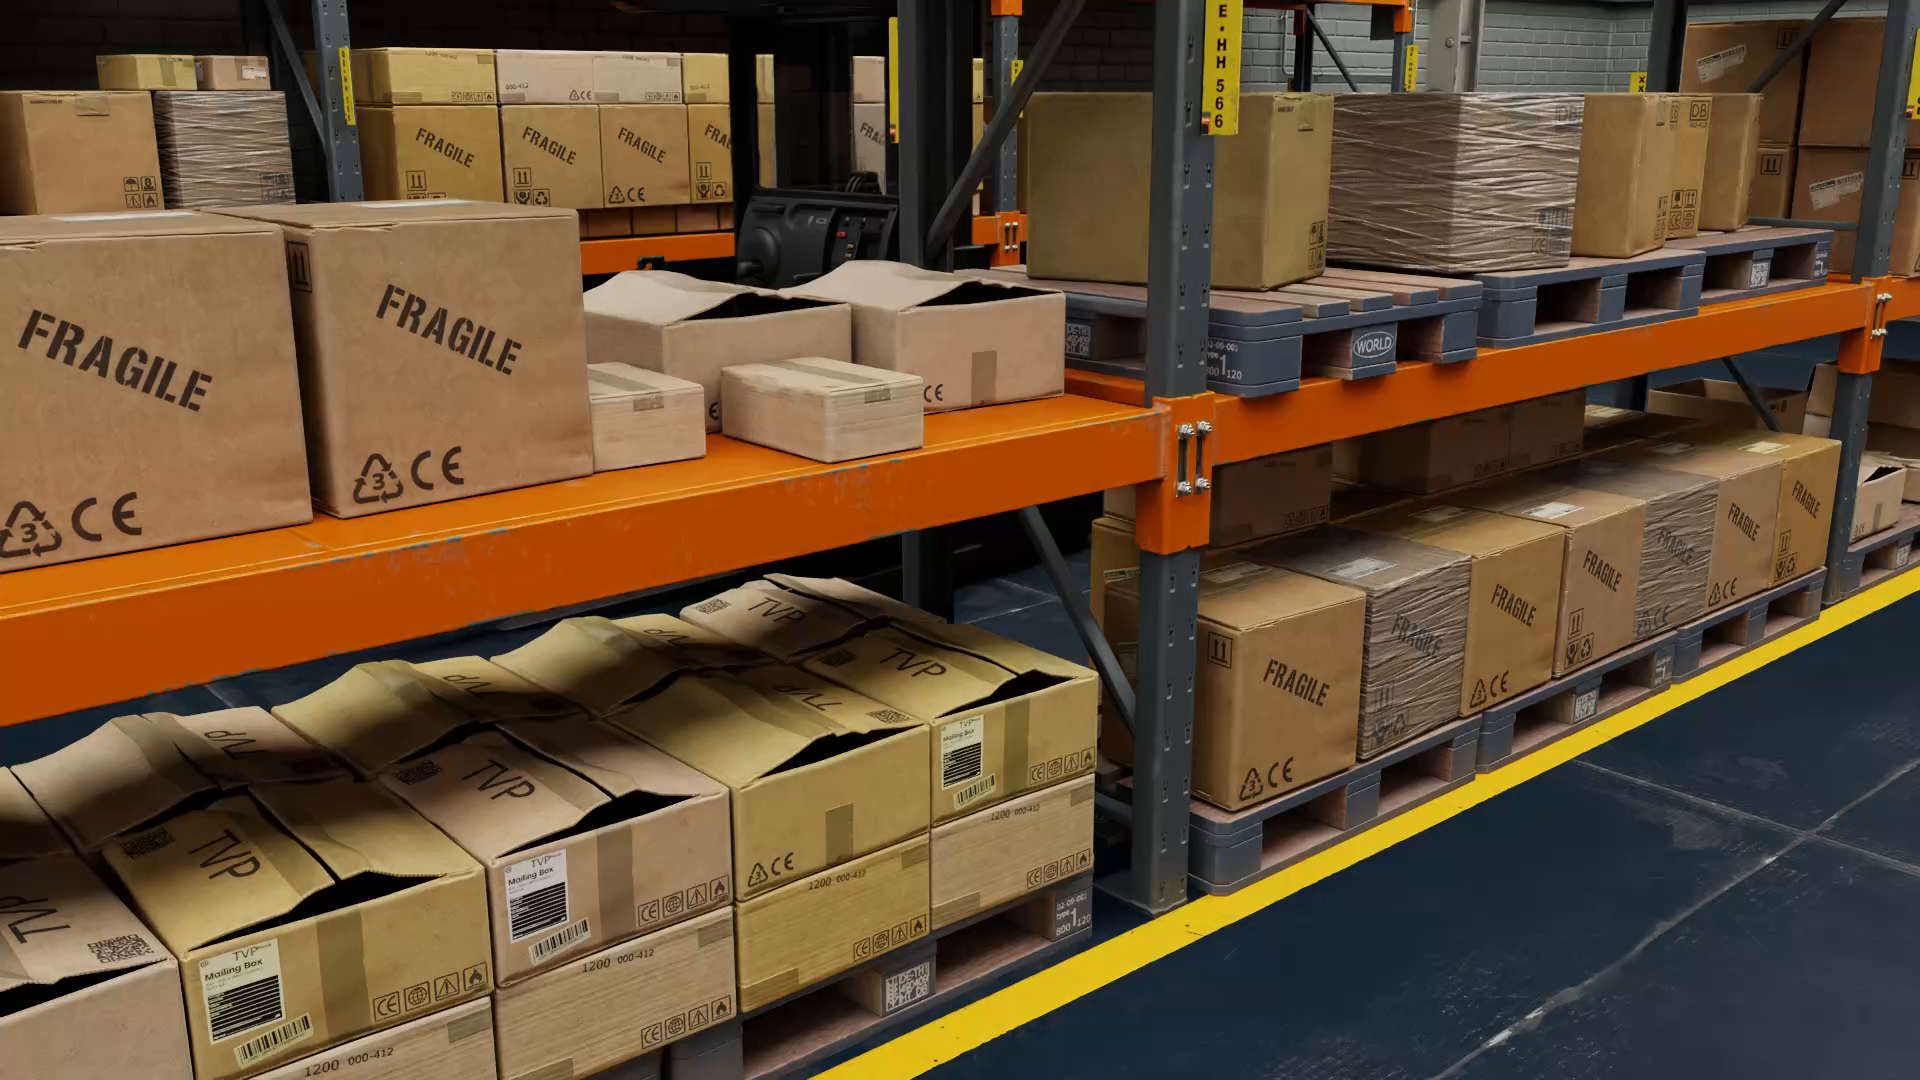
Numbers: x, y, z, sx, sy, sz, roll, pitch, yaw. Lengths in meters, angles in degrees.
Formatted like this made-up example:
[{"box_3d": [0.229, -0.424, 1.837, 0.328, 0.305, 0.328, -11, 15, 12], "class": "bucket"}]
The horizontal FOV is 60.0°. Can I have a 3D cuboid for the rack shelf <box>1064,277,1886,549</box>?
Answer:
[{"box_3d": [1.717, -0.595, 5.558, 4.000, 0.370, 1.077, -13, 19, -39], "class": "rack shelf"}]

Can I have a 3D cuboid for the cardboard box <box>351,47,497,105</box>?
[{"box_3d": [-2.513, -2.163, 7.773, 0.500, 0.250, 0.500, -12, 19, -38], "class": "cardboard box"}]

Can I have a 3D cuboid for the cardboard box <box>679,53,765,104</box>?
[{"box_3d": [-1.375, -2.422, 8.744, 0.500, 0.250, 0.500, -13, 20, -40], "class": "cardboard box"}]

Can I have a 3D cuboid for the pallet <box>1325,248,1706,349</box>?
[{"box_3d": [1.672, -0.841, 5.459, 1.213, 0.211, 1.003, -13, 19, -39], "class": "pallet"}]

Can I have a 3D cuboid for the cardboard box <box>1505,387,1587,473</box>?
[{"box_3d": [1.946, -0.444, 6.140, 0.500, 0.250, 0.500, -13, 19, -39], "class": "cardboard box"}]

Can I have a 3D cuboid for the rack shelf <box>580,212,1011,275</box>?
[{"box_3d": [-1.538, -1.559, 9.166, 4.000, 0.370, 1.077, -13, 19, -39], "class": "rack shelf"}]

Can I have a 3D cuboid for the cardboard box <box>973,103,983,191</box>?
[{"box_3d": [-0.212, -2.319, 9.812, 0.500, 0.500, 0.500, -13, 20, -40], "class": "cardboard box"}]

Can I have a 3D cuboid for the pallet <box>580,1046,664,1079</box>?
[{"box_3d": [-1.359, 1.081, 3.294, 1.213, 0.211, 1.003, -13, 19, -39], "class": "pallet"}]

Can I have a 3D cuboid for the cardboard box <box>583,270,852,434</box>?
[{"box_3d": [-0.594, -0.447, 3.782, 0.500, 0.311, 0.500, -13, 20, -40], "class": "cardboard box"}]

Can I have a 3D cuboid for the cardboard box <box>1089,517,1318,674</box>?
[{"box_3d": [0.759, 0.187, 5.227, 0.500, 0.500, 0.500, -12, 19, -37], "class": "cardboard box"}]

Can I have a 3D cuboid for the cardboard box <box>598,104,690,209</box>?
[{"box_3d": [-1.736, -1.972, 8.512, 0.500, 0.500, 0.500, -13, 20, -40], "class": "cardboard box"}]

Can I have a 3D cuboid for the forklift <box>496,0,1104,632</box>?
[{"box_3d": [-0.735, -1.226, 6.659, 1.130, 2.935, 3.031, 14, 21, 43], "class": "forklift"}]

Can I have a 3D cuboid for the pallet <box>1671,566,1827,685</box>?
[{"box_3d": [2.637, 0.211, 6.550, 1.213, 0.211, 1.003, -13, 19, -39], "class": "pallet"}]

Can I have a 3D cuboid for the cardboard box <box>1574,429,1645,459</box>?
[{"box_3d": [2.305, -0.159, 6.524, 0.500, 0.500, 0.500, -12, 19, -39], "class": "cardboard box"}]

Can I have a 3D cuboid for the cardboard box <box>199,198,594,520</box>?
[{"box_3d": [-1.047, -0.364, 3.108, 0.500, 0.500, 0.500, -14, 20, -42], "class": "cardboard box"}]

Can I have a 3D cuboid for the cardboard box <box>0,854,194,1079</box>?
[{"box_3d": [-1.564, 0.735, 2.612, 0.500, 0.311, 0.500, -14, 20, -41], "class": "cardboard box"}]

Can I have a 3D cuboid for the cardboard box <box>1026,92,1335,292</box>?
[{"box_3d": [0.609, -0.983, 4.611, 0.700, 0.500, 0.500, 8, 17, 28], "class": "cardboard box"}]

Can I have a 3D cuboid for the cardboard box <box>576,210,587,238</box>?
[{"box_3d": [-2.086, -1.602, 8.385, 0.250, 0.149, 0.380, -13, 20, -40], "class": "cardboard box"}]

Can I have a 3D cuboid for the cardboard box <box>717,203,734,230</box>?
[{"box_3d": [-1.294, -1.771, 9.017, 0.250, 0.149, 0.380, -12, 19, -38], "class": "cardboard box"}]

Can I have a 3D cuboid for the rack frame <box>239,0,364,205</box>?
[{"box_3d": [-3.047, -1.567, 7.805, 0.127, 3.000, 1.000, -13, 19, -39], "class": "rack frame"}]

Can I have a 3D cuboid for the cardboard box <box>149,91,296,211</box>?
[{"box_3d": [-3.395, -1.747, 7.430, 0.700, 0.500, 0.500, 13, 20, 40], "class": "cardboard box"}]

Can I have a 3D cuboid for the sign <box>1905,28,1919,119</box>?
[{"box_3d": [3.592, -1.733, 6.182, 0.005, 0.325, 0.100, -13, 19, -39], "class": "sign"}]

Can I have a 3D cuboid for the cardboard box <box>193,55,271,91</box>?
[{"box_3d": [-3.287, -2.077, 7.411, 0.380, 0.149, 0.250, 13, 20, 40], "class": "cardboard box"}]

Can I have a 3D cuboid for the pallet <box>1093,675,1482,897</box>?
[{"box_3d": [0.796, 0.625, 5.003, 1.213, 0.211, 1.003, -13, 19, -39], "class": "pallet"}]

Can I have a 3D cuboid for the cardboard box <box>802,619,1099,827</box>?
[{"box_3d": [-0.026, 0.388, 3.914, 0.500, 0.311, 0.500, -12, 19, -38], "class": "cardboard box"}]

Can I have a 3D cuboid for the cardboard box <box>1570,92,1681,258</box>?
[{"box_3d": [1.933, -1.221, 5.501, 0.700, 0.500, 0.500, 10, 18, 33], "class": "cardboard box"}]

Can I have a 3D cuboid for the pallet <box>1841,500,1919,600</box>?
[{"box_3d": [3.744, -0.050, 7.529, 1.213, 0.211, 1.003, -13, 19, -39], "class": "pallet"}]

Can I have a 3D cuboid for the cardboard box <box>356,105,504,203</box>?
[{"box_3d": [-2.512, -1.801, 7.873, 0.500, 0.500, 0.500, -12, 19, -38], "class": "cardboard box"}]

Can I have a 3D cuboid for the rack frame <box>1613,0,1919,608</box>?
[{"box_3d": [3.225, -1.281, 6.734, 0.127, 3.000, 1.000, -13, 19, -39], "class": "rack frame"}]

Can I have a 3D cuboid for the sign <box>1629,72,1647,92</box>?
[{"box_3d": [2.863, -1.804, 7.013, 0.005, 0.325, 0.100, -13, 19, -39], "class": "sign"}]

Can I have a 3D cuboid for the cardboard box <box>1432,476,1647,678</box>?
[{"box_3d": [1.902, 0.107, 5.529, 0.500, 0.500, 0.500, -14, 20, -41], "class": "cardboard box"}]

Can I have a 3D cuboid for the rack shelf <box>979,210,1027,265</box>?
[{"box_3d": [1.479, -2.236, 11.703, 4.000, 0.370, 1.077, -13, 19, -39], "class": "rack shelf"}]

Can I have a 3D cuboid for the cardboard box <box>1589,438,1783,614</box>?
[{"box_3d": [2.663, -0.065, 6.170, 0.500, 0.500, 0.500, -13, 19, -39], "class": "cardboard box"}]

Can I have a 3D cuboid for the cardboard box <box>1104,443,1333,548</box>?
[{"box_3d": [0.799, -0.185, 5.169, 0.500, 0.250, 0.500, -12, 19, -37], "class": "cardboard box"}]

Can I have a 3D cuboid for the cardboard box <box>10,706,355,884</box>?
[{"box_3d": [-1.544, 0.546, 3.320, 0.500, 0.311, 0.500, -13, 20, -40], "class": "cardboard box"}]

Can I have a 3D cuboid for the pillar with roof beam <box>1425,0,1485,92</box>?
[{"box_3d": [7.283, -5.609, 11.310, 0.400, 9.000, 9.100, -13, 19, -39], "class": "pillar with roof beam"}]

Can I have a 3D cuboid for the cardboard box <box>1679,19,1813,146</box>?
[{"box_3d": [3.437, -1.949, 7.101, 0.500, 0.500, 0.500, -13, 19, -39], "class": "cardboard box"}]

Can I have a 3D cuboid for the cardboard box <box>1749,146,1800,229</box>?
[{"box_3d": [3.434, -1.464, 7.225, 0.500, 0.500, 0.500, -12, 19, -38], "class": "cardboard box"}]

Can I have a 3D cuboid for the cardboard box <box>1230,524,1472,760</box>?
[{"box_3d": [1.130, 0.280, 4.879, 0.500, 0.500, 0.500, -14, 20, -41], "class": "cardboard box"}]

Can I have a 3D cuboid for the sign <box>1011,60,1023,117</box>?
[{"box_3d": [0.334, -2.662, 9.813, 0.005, 0.325, 0.100, -13, 19, -39], "class": "sign"}]

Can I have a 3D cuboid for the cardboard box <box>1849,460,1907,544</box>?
[{"box_3d": [3.684, -0.224, 7.133, 0.500, 0.311, 0.500, -13, 19, -39], "class": "cardboard box"}]

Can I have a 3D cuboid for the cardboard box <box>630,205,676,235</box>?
[{"box_3d": [-1.694, -1.690, 8.711, 0.250, 0.149, 0.380, -12, 19, -39], "class": "cardboard box"}]

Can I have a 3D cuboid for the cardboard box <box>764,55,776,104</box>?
[{"box_3d": [-0.991, -2.509, 9.068, 0.500, 0.250, 0.500, -12, 19, -38], "class": "cardboard box"}]

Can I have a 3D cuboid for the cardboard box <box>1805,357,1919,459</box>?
[{"box_3d": [4.639, -0.607, 8.195, 0.637, 0.503, 0.797, -13, 19, -39], "class": "cardboard box"}]

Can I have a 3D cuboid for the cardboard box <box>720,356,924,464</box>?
[{"box_3d": [-0.289, -0.276, 3.458, 0.250, 0.149, 0.380, -13, 19, -39], "class": "cardboard box"}]

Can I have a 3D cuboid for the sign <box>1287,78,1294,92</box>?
[{"box_3d": [2.628, -3.488, 13.165, 0.005, 0.325, 0.100, -13, 19, -39], "class": "sign"}]

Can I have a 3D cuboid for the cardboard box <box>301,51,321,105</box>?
[{"box_3d": [-2.875, -2.259, 8.131, 0.500, 0.250, 0.500, -12, 19, -38], "class": "cardboard box"}]

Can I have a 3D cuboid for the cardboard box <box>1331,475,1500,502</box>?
[{"box_3d": [1.542, 0.010, 5.892, 0.500, 0.500, 0.500, -14, 20, -41], "class": "cardboard box"}]

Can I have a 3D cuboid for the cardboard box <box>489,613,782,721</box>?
[{"box_3d": [-0.771, 0.373, 3.968, 0.500, 0.311, 0.500, -13, 20, -41], "class": "cardboard box"}]

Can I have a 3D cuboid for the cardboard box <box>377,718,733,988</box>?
[{"box_3d": [-0.796, 0.562, 3.261, 0.500, 0.311, 0.500, -13, 20, -40], "class": "cardboard box"}]

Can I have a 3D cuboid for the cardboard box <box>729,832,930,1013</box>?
[{"box_3d": [-0.415, 0.747, 3.657, 0.500, 0.250, 0.500, -13, 20, -40], "class": "cardboard box"}]

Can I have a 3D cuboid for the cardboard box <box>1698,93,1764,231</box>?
[{"box_3d": [2.721, -1.496, 6.529, 0.700, 0.500, 0.500, 8, 17, 28], "class": "cardboard box"}]

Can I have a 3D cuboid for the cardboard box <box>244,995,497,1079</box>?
[{"box_3d": [-1.183, 0.919, 3.012, 0.500, 0.250, 0.500, -12, 19, -38], "class": "cardboard box"}]

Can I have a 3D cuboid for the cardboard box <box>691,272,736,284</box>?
[{"box_3d": [-1.103, -1.123, 9.492, 0.750, 0.750, 0.750, -12, 19, -38], "class": "cardboard box"}]

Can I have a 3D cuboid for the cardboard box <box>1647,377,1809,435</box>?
[{"box_3d": [3.469, -0.438, 7.568, 0.500, 0.500, 0.500, -13, 19, -39], "class": "cardboard box"}]

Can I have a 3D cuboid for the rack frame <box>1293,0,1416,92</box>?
[{"box_3d": [2.988, -2.923, 12.879, 0.127, 3.000, 1.000, -13, 19, -39], "class": "rack frame"}]

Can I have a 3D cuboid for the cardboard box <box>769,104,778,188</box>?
[{"box_3d": [-0.975, -2.148, 9.168, 0.500, 0.500, 0.500, -13, 19, -39], "class": "cardboard box"}]

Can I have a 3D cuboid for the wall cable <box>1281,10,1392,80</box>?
[{"box_3d": [3.333, -3.814, 14.249, 1.851, 1.984, 0.084, -13, 19, -39], "class": "wall cable"}]
